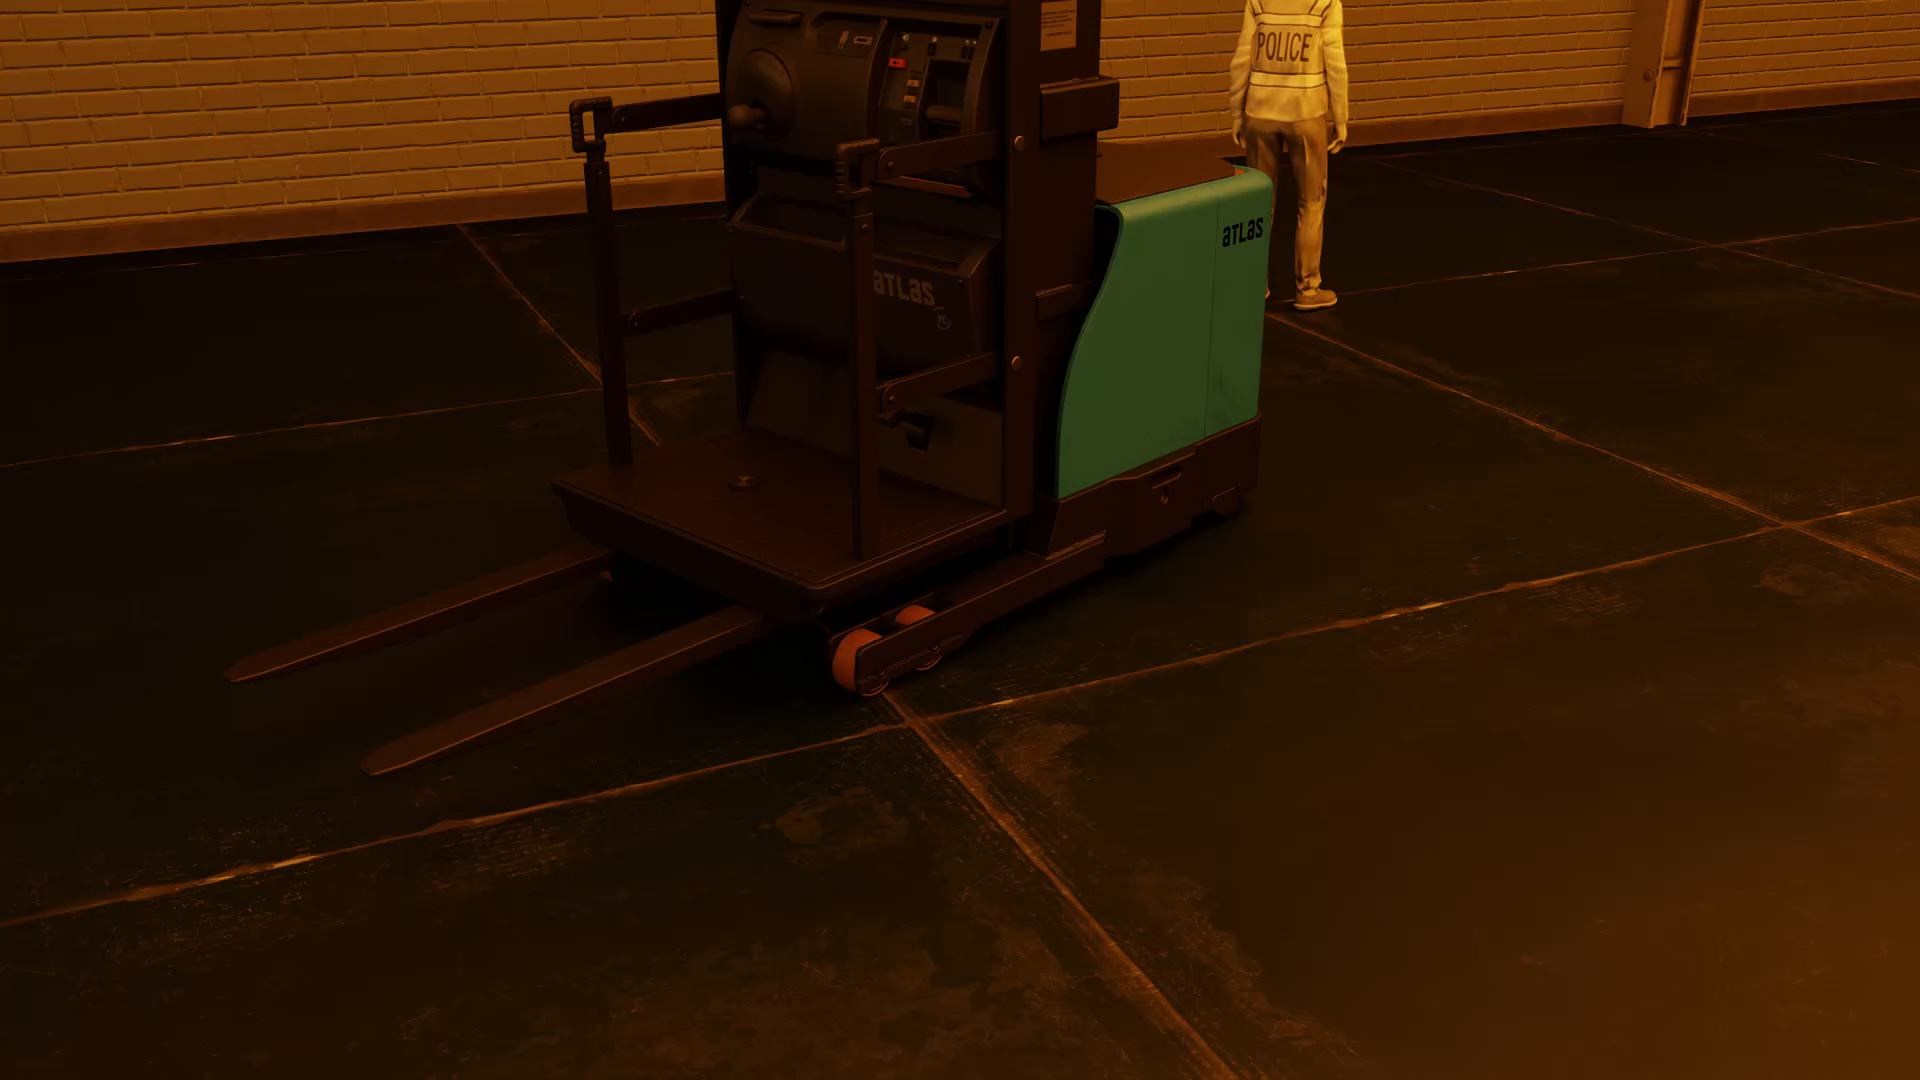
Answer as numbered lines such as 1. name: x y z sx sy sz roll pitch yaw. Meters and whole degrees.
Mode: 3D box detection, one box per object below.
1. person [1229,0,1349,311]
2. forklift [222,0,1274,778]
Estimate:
1. person: 1.467 -1.876 7.454 0.542 1.665 0.373 11 25 25
2. forklift: -0.413 -1.182 4.131 1.130 2.935 3.031 19 29 39
